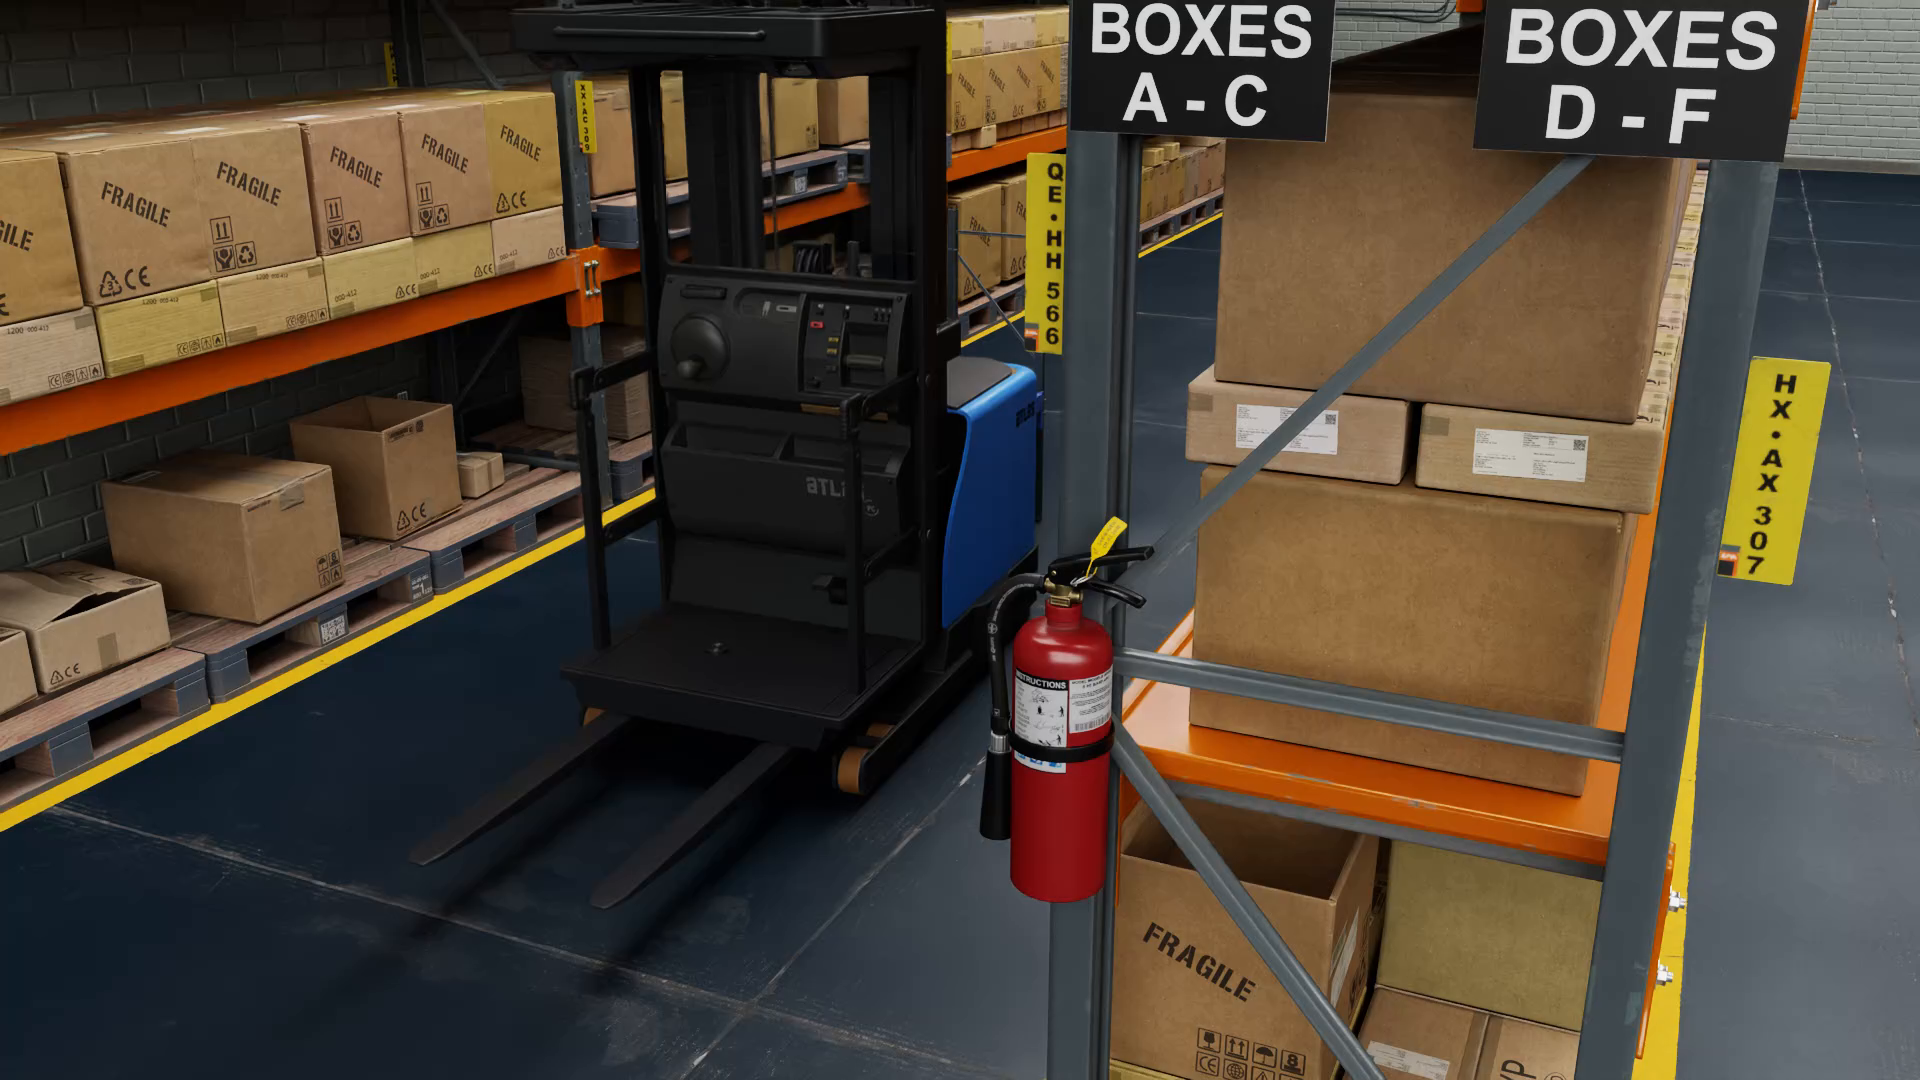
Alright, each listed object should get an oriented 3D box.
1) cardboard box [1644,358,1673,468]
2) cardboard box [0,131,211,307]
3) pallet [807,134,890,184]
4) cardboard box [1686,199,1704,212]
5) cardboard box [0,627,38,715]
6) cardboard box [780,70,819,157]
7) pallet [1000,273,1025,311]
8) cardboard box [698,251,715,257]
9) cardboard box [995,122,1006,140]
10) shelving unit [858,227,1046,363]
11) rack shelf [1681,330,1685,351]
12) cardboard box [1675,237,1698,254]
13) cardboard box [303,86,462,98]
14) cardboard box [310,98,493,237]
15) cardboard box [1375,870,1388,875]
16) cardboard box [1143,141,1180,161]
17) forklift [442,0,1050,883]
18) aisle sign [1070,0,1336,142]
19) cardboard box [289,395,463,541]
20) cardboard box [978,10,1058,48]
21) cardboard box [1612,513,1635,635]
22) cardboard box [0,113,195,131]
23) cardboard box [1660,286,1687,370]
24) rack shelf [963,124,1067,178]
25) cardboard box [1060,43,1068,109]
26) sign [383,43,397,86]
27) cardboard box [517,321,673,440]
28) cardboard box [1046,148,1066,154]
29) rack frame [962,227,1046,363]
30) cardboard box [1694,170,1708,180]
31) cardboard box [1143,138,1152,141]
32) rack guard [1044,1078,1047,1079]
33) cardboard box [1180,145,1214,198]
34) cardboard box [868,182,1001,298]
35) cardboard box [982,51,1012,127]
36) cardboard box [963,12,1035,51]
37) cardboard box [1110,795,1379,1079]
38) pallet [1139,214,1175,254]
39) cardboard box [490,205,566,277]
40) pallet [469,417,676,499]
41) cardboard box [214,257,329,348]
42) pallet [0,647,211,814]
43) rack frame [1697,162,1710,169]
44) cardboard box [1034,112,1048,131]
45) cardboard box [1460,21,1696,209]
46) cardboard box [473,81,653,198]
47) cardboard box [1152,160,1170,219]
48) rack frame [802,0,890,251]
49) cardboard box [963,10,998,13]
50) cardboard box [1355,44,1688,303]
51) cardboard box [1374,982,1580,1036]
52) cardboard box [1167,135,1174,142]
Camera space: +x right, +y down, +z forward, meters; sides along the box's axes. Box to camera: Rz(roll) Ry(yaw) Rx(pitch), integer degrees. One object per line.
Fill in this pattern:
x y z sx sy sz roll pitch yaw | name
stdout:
1.107 -0.253 3.085 0.380 0.149 0.250 8 21 21 | cardboard box
-2.978 -1.110 5.689 0.500 0.500 0.500 8 21 21 | cardboard box
-0.796 -2.530 10.891 1.213 0.211 1.003 9 21 23 | pallet
2.051 -0.955 5.061 0.380 0.149 0.250 9 21 23 | cardboard box
-3.511 0.454 5.573 0.500 0.311 0.500 6 20 17 | cardboard box
-1.274 -2.578 9.935 0.700 0.500 0.500 9 21 23 | cardboard box
0.292 -2.141 13.674 1.003 0.211 1.213 9 21 23 | pallet
-1.566 -1.534 9.762 0.500 0.250 0.500 8 21 21 | cardboard box
0.131 -3.132 12.644 0.380 0.149 0.250 9 21 24 | cardboard box
-0.009 -0.715 7.740 0.538 1.500 1.048 8 21 21 | shelving unit
3.101 -1.224 8.006 1.077 0.370 4.000 9 21 23 | rack shelf
1.739 -0.722 4.404 0.380 0.149 0.250 9 22 24 | cardboard box
-2.622 -1.807 7.647 0.500 0.500 0.500 8 21 21 | cardboard box
-2.350 -1.581 7.014 0.500 0.500 0.500 8 21 22 | cardboard box
0.991 0.857 4.558 0.500 0.250 0.500 9 21 23 | cardboard box
1.957 -3.855 16.467 0.380 0.149 0.250 8 21 21 | cardboard box
-0.640 -0.732 5.652 1.130 2.935 3.031 8 21 21 | forklift
0.349 -0.973 2.349 0.394 0.787 0.004 9 21 23 | aisle sign
-2.627 -0.336 7.512 0.500 0.500 0.500 7 21 19 | cardboard box
0.444 -3.981 12.943 0.500 0.250 0.500 8 21 22 | cardboard box
1.057 -0.078 3.561 0.700 0.500 0.500 9 22 24 | cardboard box
-3.249 -1.337 6.327 0.500 0.500 0.500 9 21 23 | cardboard box
1.422 -0.487 3.745 0.380 0.149 0.250 8 21 21 | cardboard box
0.218 -3.125 13.352 1.077 0.370 4.000 9 21 23 | rack shelf
0.665 -3.786 13.516 0.500 0.500 0.500 9 21 23 | cardboard box
-2.747 -2.250 8.092 0.100 0.325 0.005 9 21 23 | sign
-1.953 -0.886 9.059 0.700 0.500 0.500 9 22 25 | cardboard box
0.889 -3.044 14.632 0.750 0.750 0.750 9 21 23 | cardboard box
0.181 -0.872 8.184 0.500 1.500 0.032 8 21 21 | rack frame
2.366 -1.191 5.725 0.380 0.149 0.250 9 21 23 | cardboard box
1.727 -3.997 16.866 0.380 0.149 0.250 8 21 22 | cardboard box
0.634 1.457 3.126 1.175 0.500 0.348 9 21 23 | rack guard
2.275 -3.937 17.667 0.700 0.500 0.500 8 21 23 | cardboard box
-0.180 -2.244 12.384 0.750 0.750 0.750 8 21 22 | cardboard box
0.054 -3.321 12.208 0.500 0.500 0.500 9 22 24 | cardboard box
0.241 -3.824 12.502 0.500 0.250 0.500 9 21 23 | cardboard box
0.592 0.811 3.569 0.500 0.500 0.500 9 21 23 | cardboard box
1.420 -2.983 16.042 1.003 0.211 1.213 9 21 23 | pallet
-2.156 -1.382 7.572 0.500 0.250 0.500 9 21 23 | cardboard box
-1.921 -0.554 9.212 1.003 0.211 1.213 9 21 23 | pallet
-2.765 -0.921 6.276 0.500 0.250 0.500 9 21 23 | cardboard box
-3.481 0.640 5.853 1.003 0.211 1.213 9 21 23 | pallet
3.920 -2.174 9.605 1.000 3.000 0.127 9 21 23 | rack frame
0.477 -3.362 13.291 0.380 0.149 0.250 9 22 24 | cardboard box
1.900 -1.318 5.114 0.700 0.500 0.500 8 21 23 | cardboard box
-1.999 -2.035 8.408 0.700 0.500 0.500 9 21 23 | cardboard box
1.646 -3.463 16.333 0.700 0.500 0.500 8 21 22 | cardboard box
-0.601 -2.852 11.513 1.000 3.000 0.127 9 21 23 | rack frame
-0.015 -4.047 13.129 0.500 0.250 0.500 8 21 21 | cardboard box
1.285 -0.859 3.824 0.700 0.500 0.500 9 21 23 | cardboard box
1.268 1.083 3.925 0.500 0.250 0.500 9 21 23 | cardboard box
2.039 -4.230 17.523 0.380 0.149 0.250 9 21 23 | cardboard box
